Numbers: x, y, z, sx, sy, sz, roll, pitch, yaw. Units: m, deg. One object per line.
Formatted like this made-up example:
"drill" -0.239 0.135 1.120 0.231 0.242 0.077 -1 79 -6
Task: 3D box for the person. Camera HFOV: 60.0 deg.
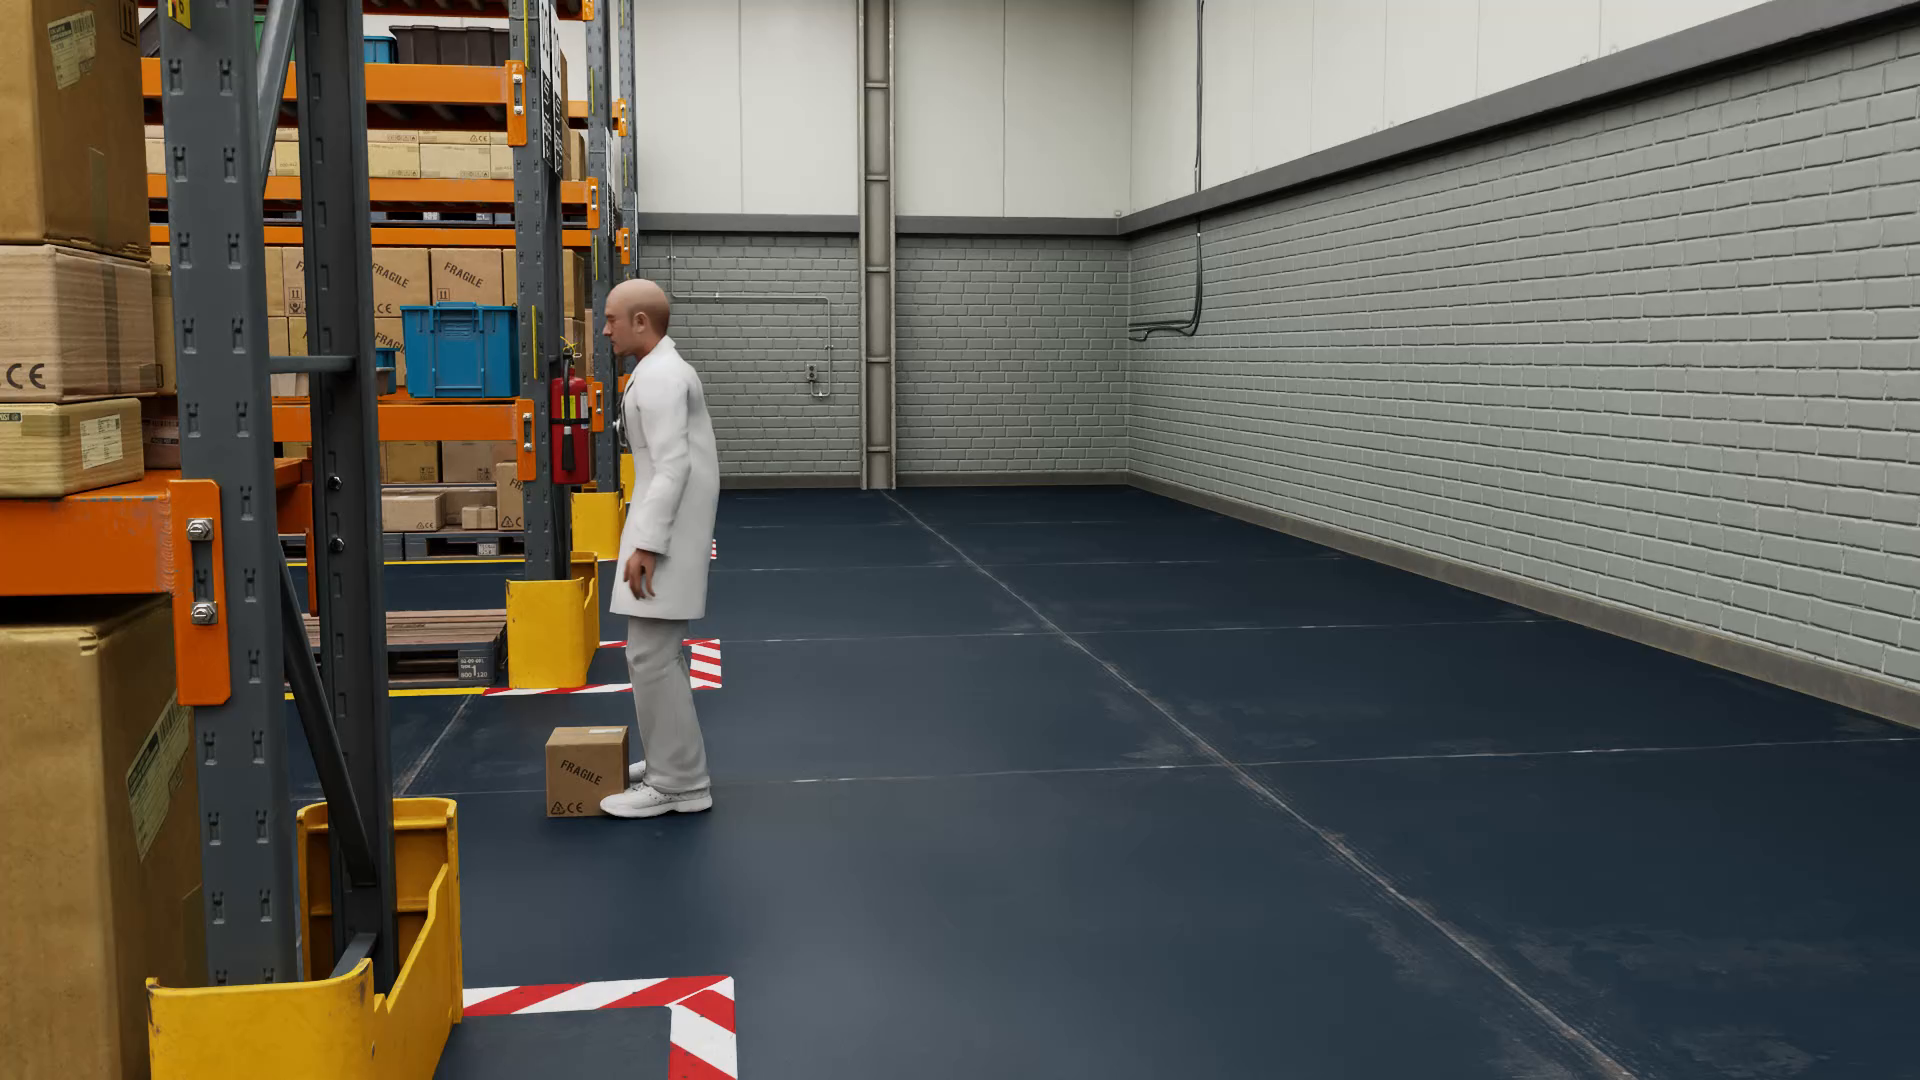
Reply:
"person" -1.018 0.019 5.600 0.422 1.775 0.643 -1 6 -8
